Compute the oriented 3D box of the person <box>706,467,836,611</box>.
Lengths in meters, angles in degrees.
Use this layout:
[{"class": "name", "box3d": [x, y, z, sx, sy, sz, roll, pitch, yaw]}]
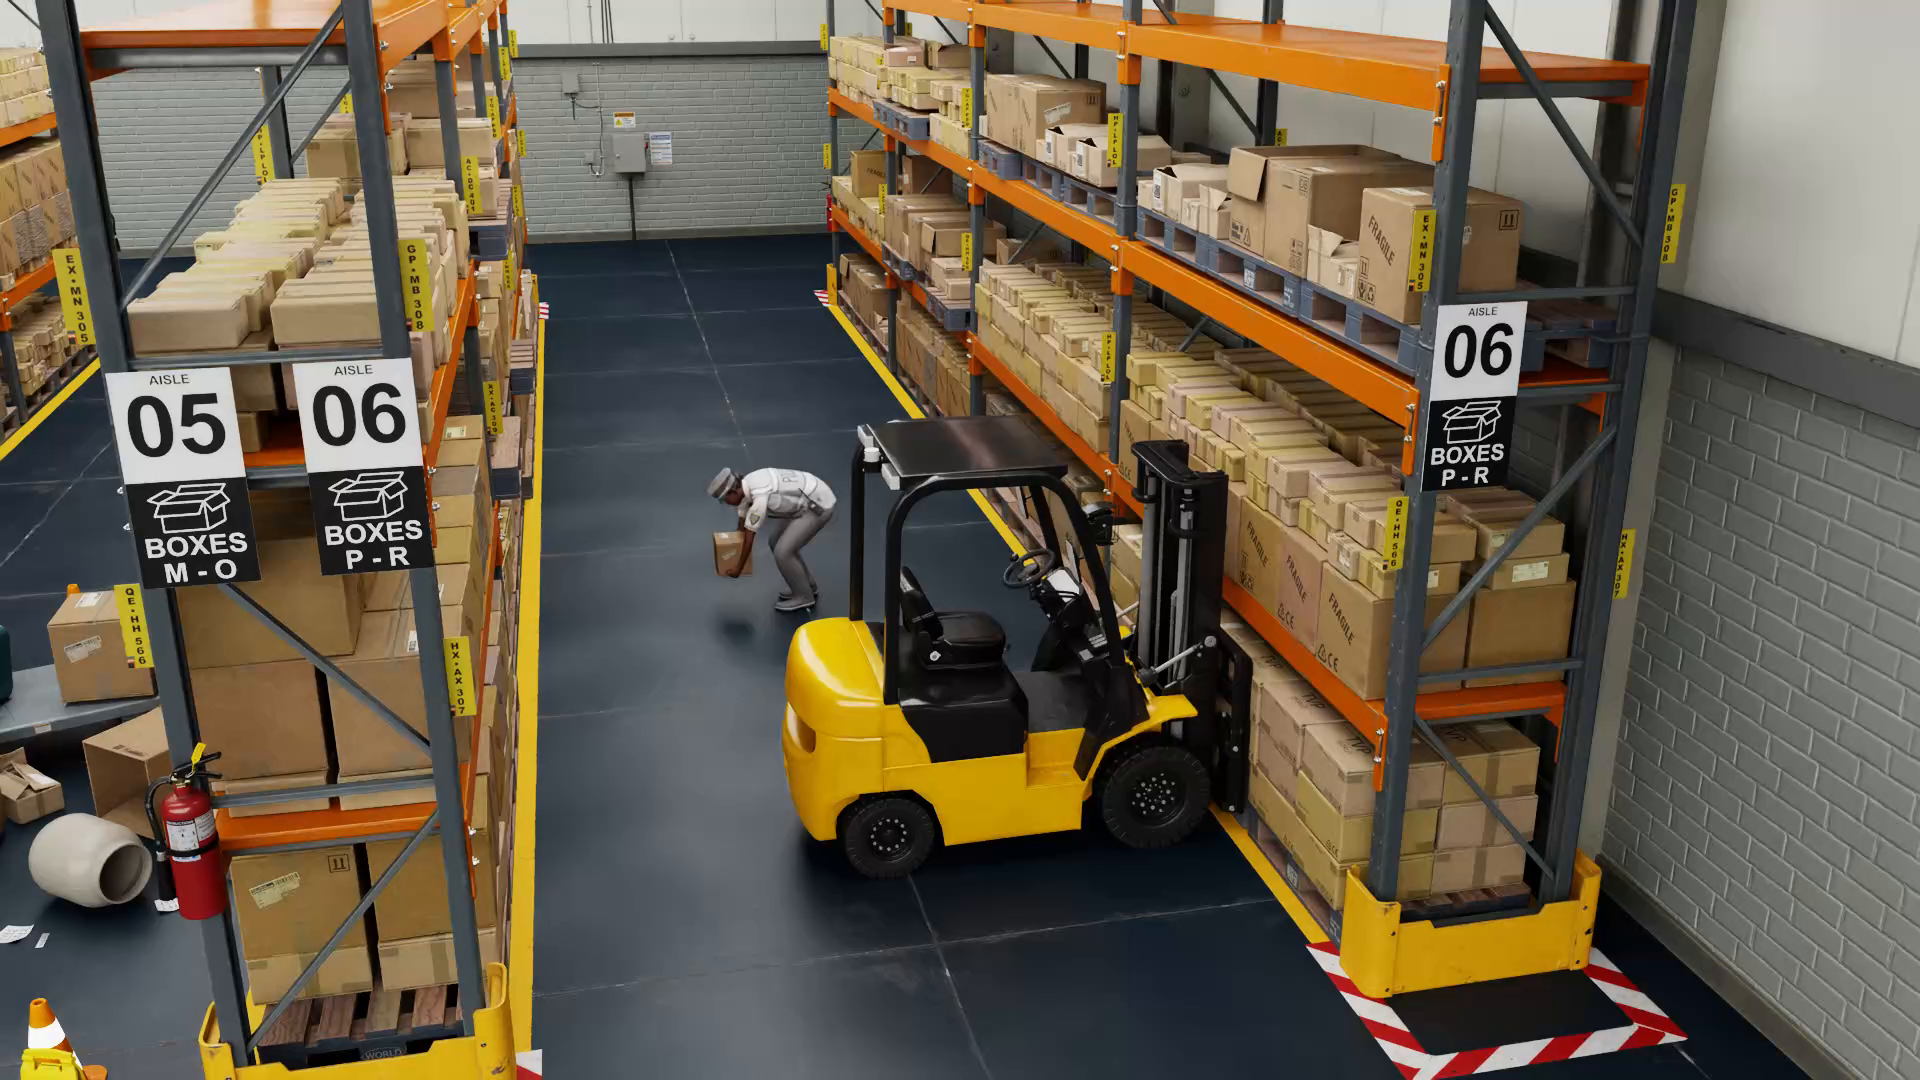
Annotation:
[{"class": "person", "box3d": [-1.358, -0.032, 12.031, 0.931, 1.080, 0.445, -6, 20, -15]}]
